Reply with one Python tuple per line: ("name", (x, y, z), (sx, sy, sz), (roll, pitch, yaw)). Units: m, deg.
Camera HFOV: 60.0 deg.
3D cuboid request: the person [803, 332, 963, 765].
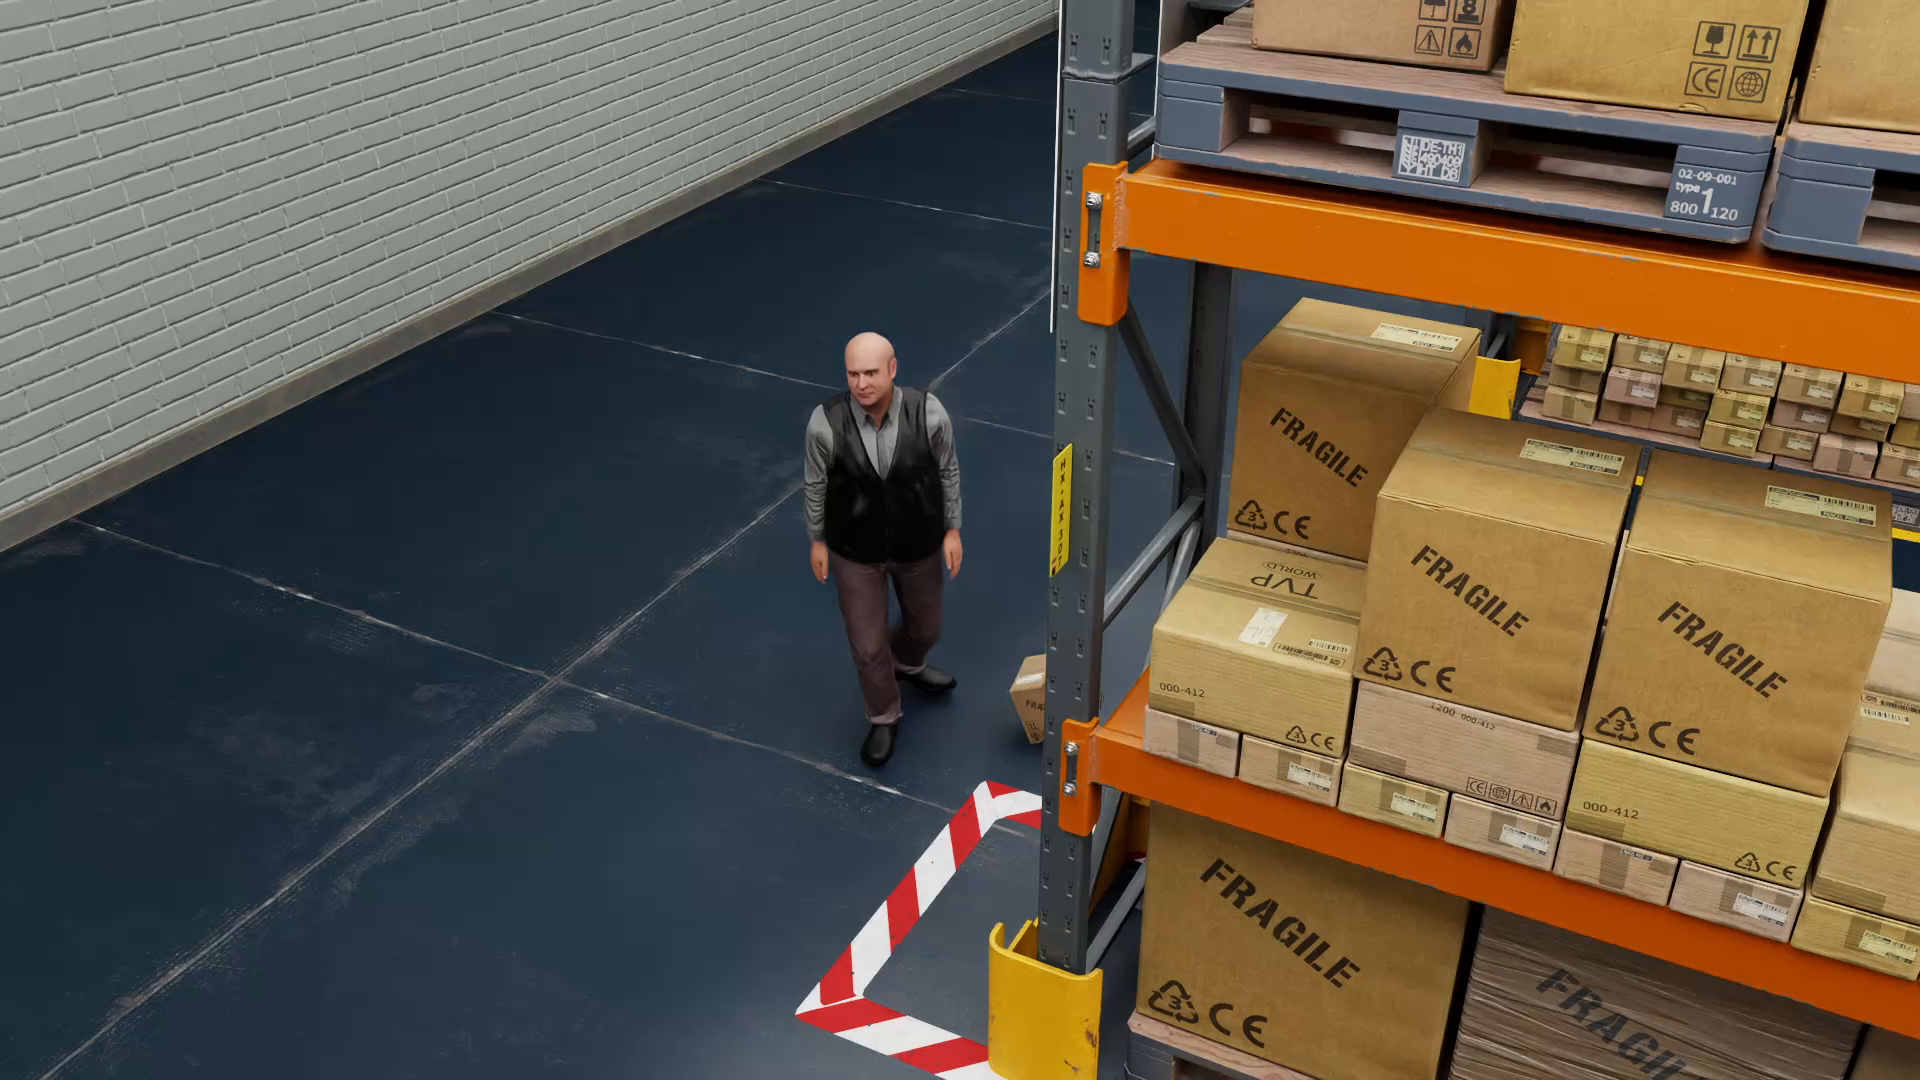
("person", (-0.288, 0.025, 6.206), (0.573, 1.622, 0.573), (-5, 30, -8))
